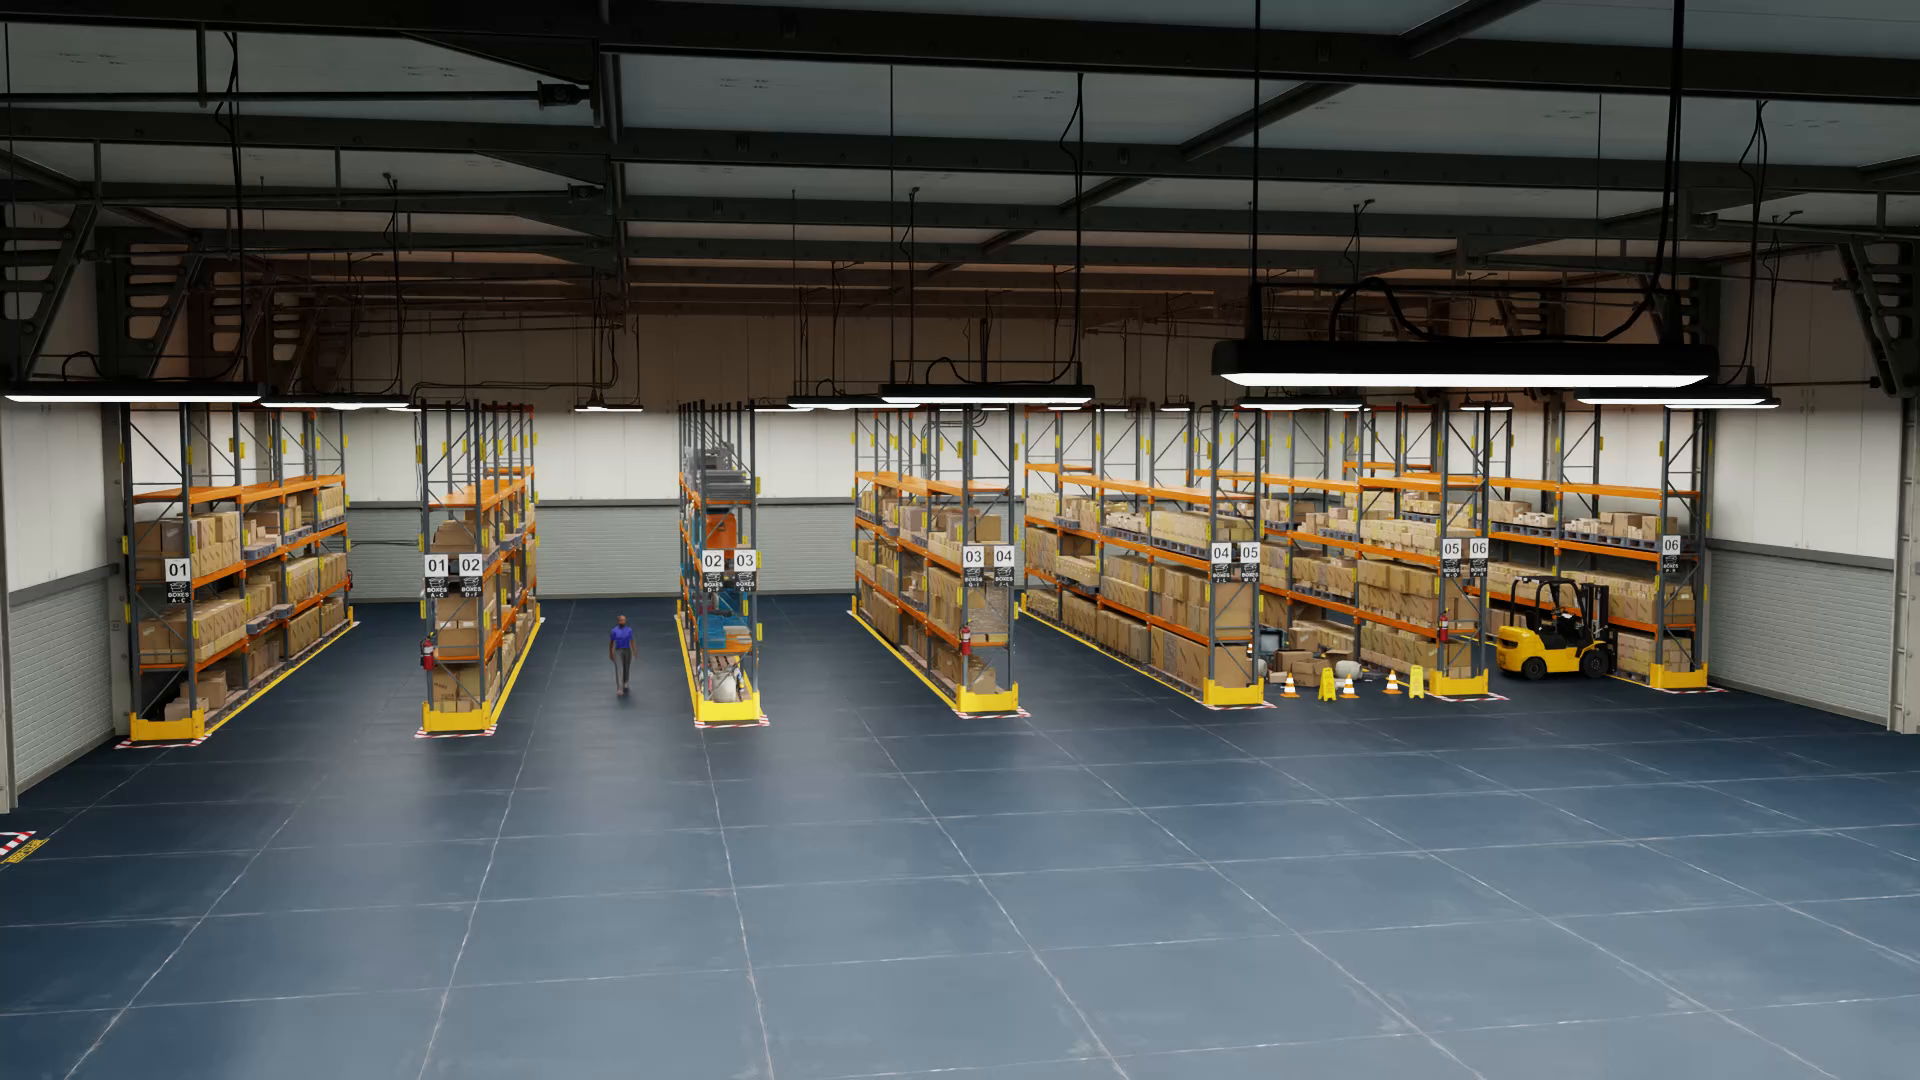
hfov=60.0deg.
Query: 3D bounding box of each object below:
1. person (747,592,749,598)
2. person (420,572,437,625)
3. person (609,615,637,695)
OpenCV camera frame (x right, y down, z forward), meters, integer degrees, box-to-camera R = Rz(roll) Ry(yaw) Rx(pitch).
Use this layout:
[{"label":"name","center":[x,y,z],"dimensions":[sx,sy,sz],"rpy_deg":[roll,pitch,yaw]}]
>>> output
[{"label":"person","center":[-6.247,1.294,48.287],"dimensions":[0.445,1.536,1.009],"rpy_deg":[-1,5,-19]},{"label":"person","center":[-14.399,1.413,45.330],"dimensions":[0.663,1.725,1.061],"rpy_deg":[-1,4,-9]},{"label":"person","center":[-6.928,2.327,34.197],"dimensions":[0.549,1.593,1.033],"rpy_deg":[-1,4,-13]}]
